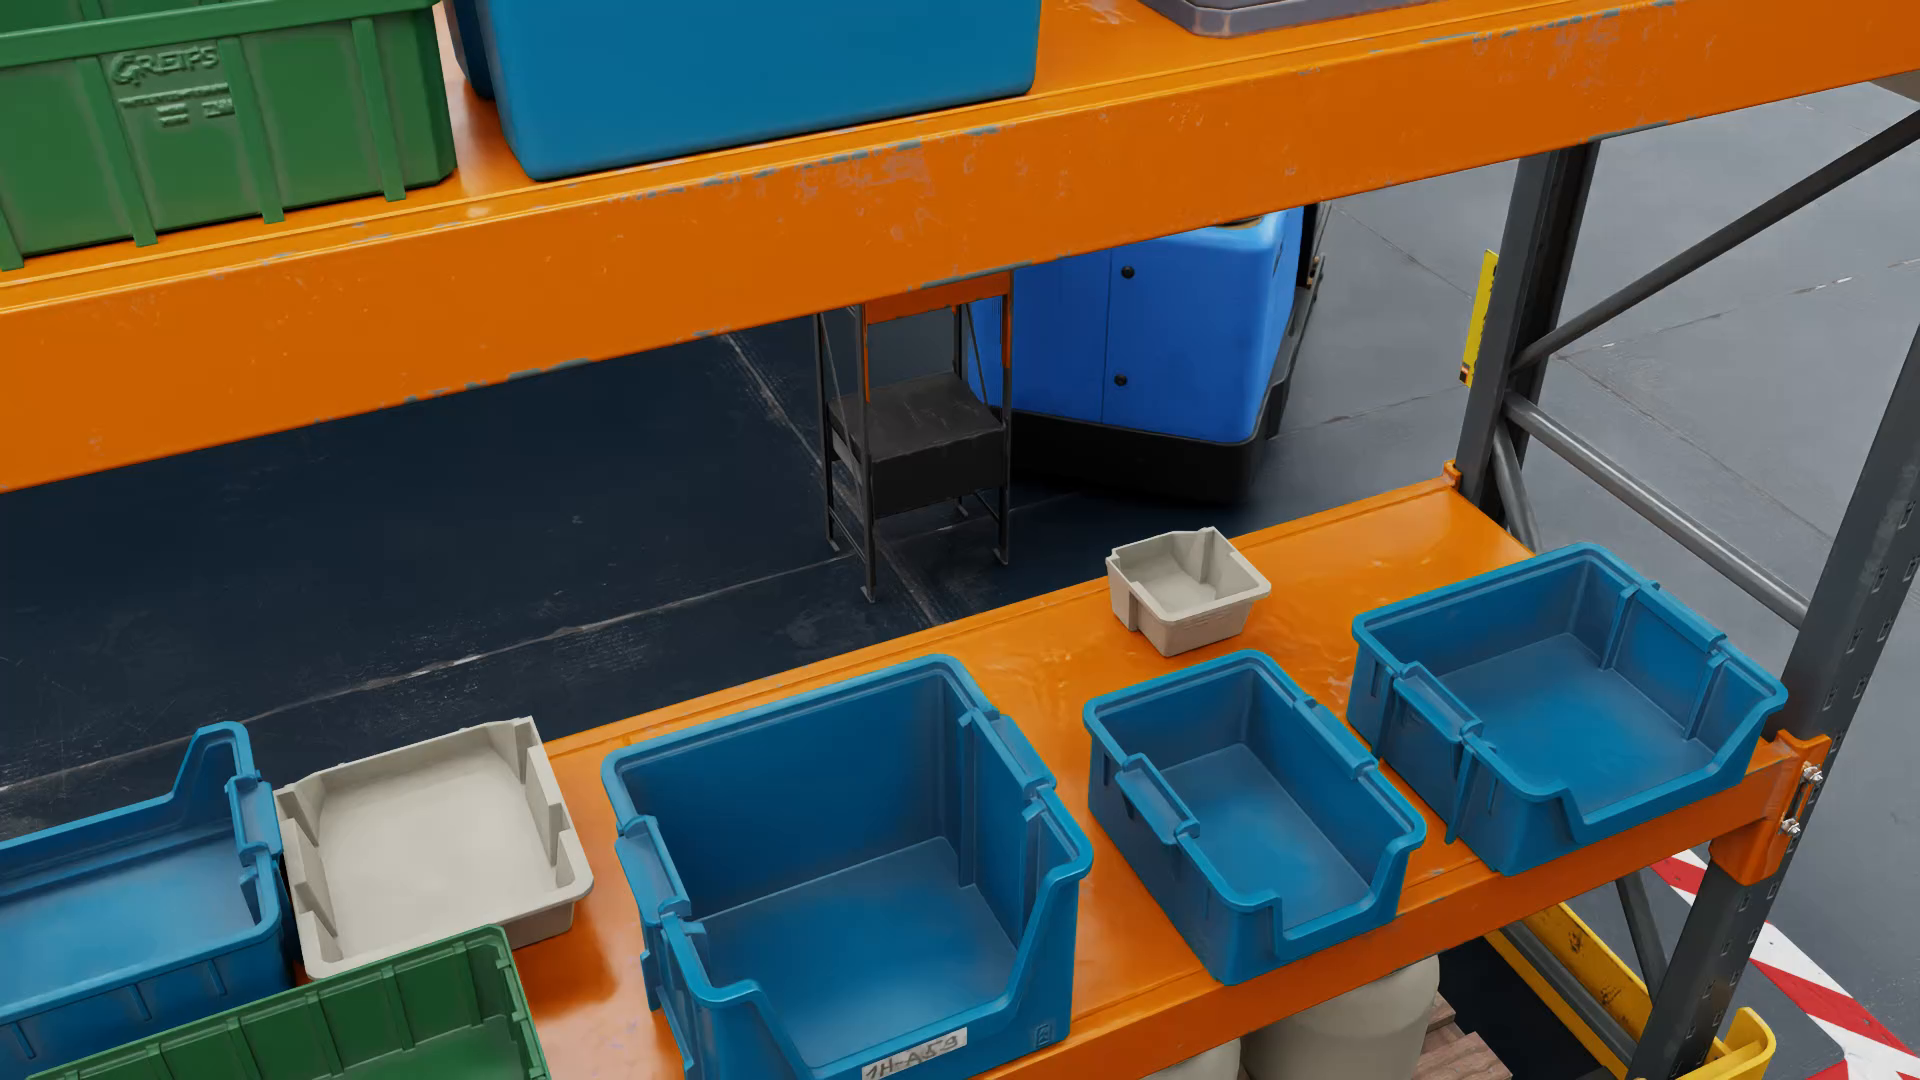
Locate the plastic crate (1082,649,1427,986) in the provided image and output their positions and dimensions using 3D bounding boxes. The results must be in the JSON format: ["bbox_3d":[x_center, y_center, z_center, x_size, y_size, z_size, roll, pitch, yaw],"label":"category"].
[{"bbox_3d":[0.465,0.451,2.749,0.408,0.251,0.499,-16,39,-20],"label":"plastic crate"}]

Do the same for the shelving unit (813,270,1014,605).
[{"bbox_3d":[-0.150,-0.801,5.068,0.503,2.100,0.431,-16,39,-20],"label":"shelving unit"}]

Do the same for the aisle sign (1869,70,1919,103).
[{"bbox_3d":[1.573,-0.960,2.345,0.004,0.787,0.394,-16,39,-20],"label":"aisle sign"}]

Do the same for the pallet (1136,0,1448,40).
[{"bbox_3d":[0.591,-1.030,2.262,1.213,0.211,1.003,-16,39,-20],"label":"pallet"}]

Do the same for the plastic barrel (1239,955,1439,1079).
[{"bbox_3d":[0.818,0.980,3.646,0.421,0.512,0.421,0,37,0],"label":"plastic barrel"}]

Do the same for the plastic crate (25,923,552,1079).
[{"bbox_3d":[-0.891,0.848,2.267,0.662,0.188,0.450,-16,39,-20],"label":"plastic crate"}]

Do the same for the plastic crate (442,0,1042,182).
[{"bbox_3d":[-0.217,-0.611,1.552,0.575,0.384,0.392,-16,39,-20],"label":"plastic crate"}]

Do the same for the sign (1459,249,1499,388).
[{"bbox_3d":[1.152,-0.467,3.630,0.005,0.325,0.100,-16,39,-20],"label":"sign"}]

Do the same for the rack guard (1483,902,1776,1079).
[{"bbox_3d":[1.333,0.990,3.995,0.348,0.500,1.175,-16,39,-20],"label":"rack guard"}]

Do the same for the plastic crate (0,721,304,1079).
[{"bbox_3d":[-1.353,0.587,2.565,0.616,0.251,0.499,-16,39,-20],"label":"plastic crate"}]

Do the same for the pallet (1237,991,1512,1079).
[{"bbox_3d":[0.595,1.309,3.808,1.213,0.211,1.003,-16,39,-20],"label":"pallet"}]

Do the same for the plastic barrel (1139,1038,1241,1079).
[{"bbox_3d":[0.365,1.107,3.475,0.421,0.512,0.421,0,37,0],"label":"plastic barrel"}]

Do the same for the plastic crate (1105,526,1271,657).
[{"bbox_3d":[0.435,0.101,3.318,0.250,0.136,0.298,-16,39,-20],"label":"plastic crate"}]

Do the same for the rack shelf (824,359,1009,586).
[{"bbox_3d":[-0.150,-0.228,5.493,0.480,0.518,0.431,-16,39,-20],"label":"rack shelf"}]

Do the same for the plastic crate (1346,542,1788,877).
[{"bbox_3d":[1.056,0.290,2.966,0.616,0.251,0.499,-16,39,-20],"label":"plastic crate"}]

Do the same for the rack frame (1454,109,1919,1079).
[{"bbox_3d":[1.382,-0.058,3.311,0.127,3.000,1.000,-16,39,-20],"label":"rack frame"}]

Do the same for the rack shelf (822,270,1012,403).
[{"bbox_3d":[-0.150,-0.790,5.076,0.480,0.518,0.431,-16,39,-20],"label":"rack shelf"}]

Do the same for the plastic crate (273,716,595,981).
[{"bbox_3d":[-0.877,0.513,2.762,0.437,0.136,0.530,-16,39,-20],"label":"plastic crate"}]

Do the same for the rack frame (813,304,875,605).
[{"bbox_3d":[-0.371,-0.740,4.985,0.015,2.100,0.400,-16,39,-20],"label":"rack frame"}]

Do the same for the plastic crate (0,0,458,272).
[{"bbox_3d":[-0.695,-0.418,1.455,0.450,0.188,0.336,-16,39,-20],"label":"plastic crate"}]

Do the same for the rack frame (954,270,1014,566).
[{"bbox_3d":[0.071,-0.863,5.151,0.015,2.100,0.400,-16,39,-20],"label":"rack frame"}]

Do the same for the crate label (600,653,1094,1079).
[{"bbox_3d":[-0.170,0.539,2.475,0.616,0.435,0.502,-16,39,-20],"label":"crate label"}]

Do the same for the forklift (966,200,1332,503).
[{"bbox_3d":[0.939,-2.186,6.237,1.130,2.935,3.031,11,38,14],"label":"forklift"}]

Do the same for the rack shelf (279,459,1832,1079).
[{"bbox_3d":[-0.429,0.737,2.842,4.000,0.370,1.077,-16,39,-20],"label":"rack shelf"}]
